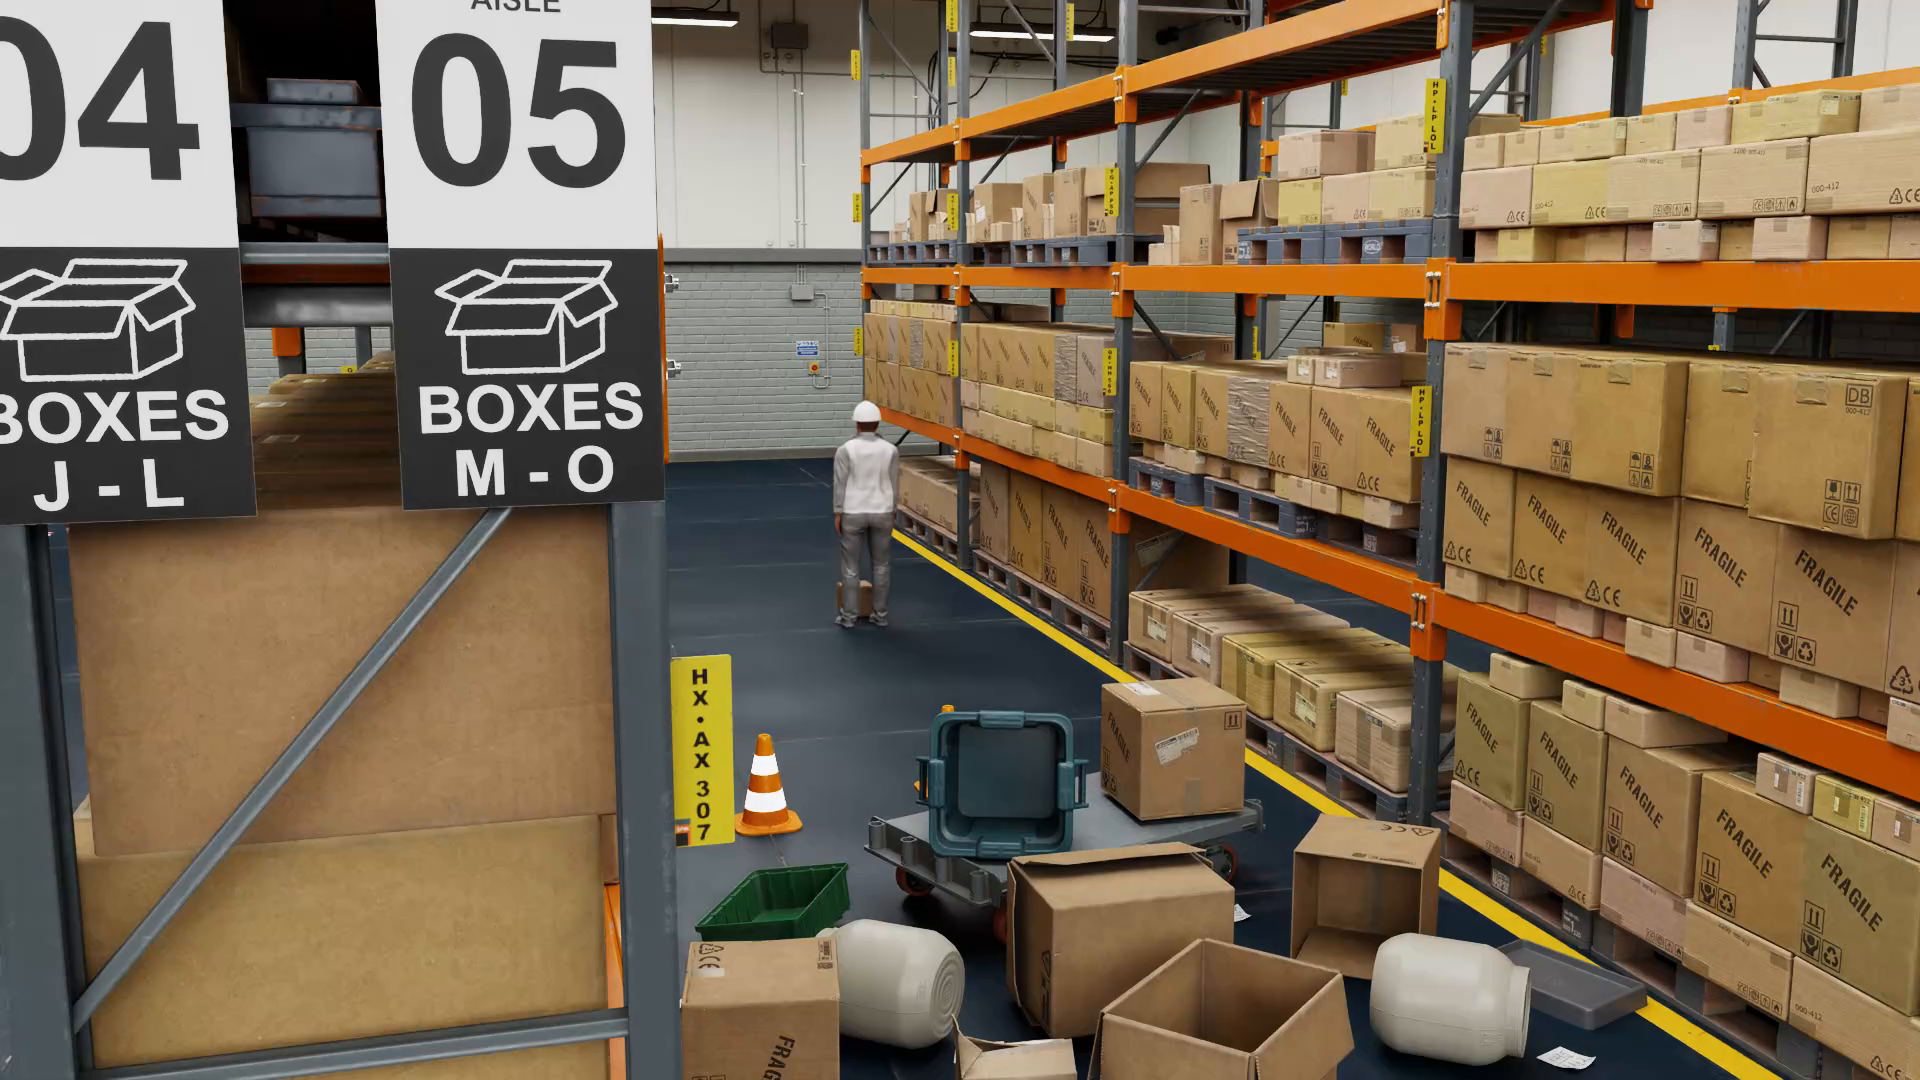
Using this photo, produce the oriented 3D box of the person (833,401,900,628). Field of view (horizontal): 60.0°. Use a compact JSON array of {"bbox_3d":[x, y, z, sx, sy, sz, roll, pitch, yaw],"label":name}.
[{"bbox_3d":[-0.740,-0.202,13.018,0.533,1.777,0.389,-2,9,-14],"label":"person"}]
